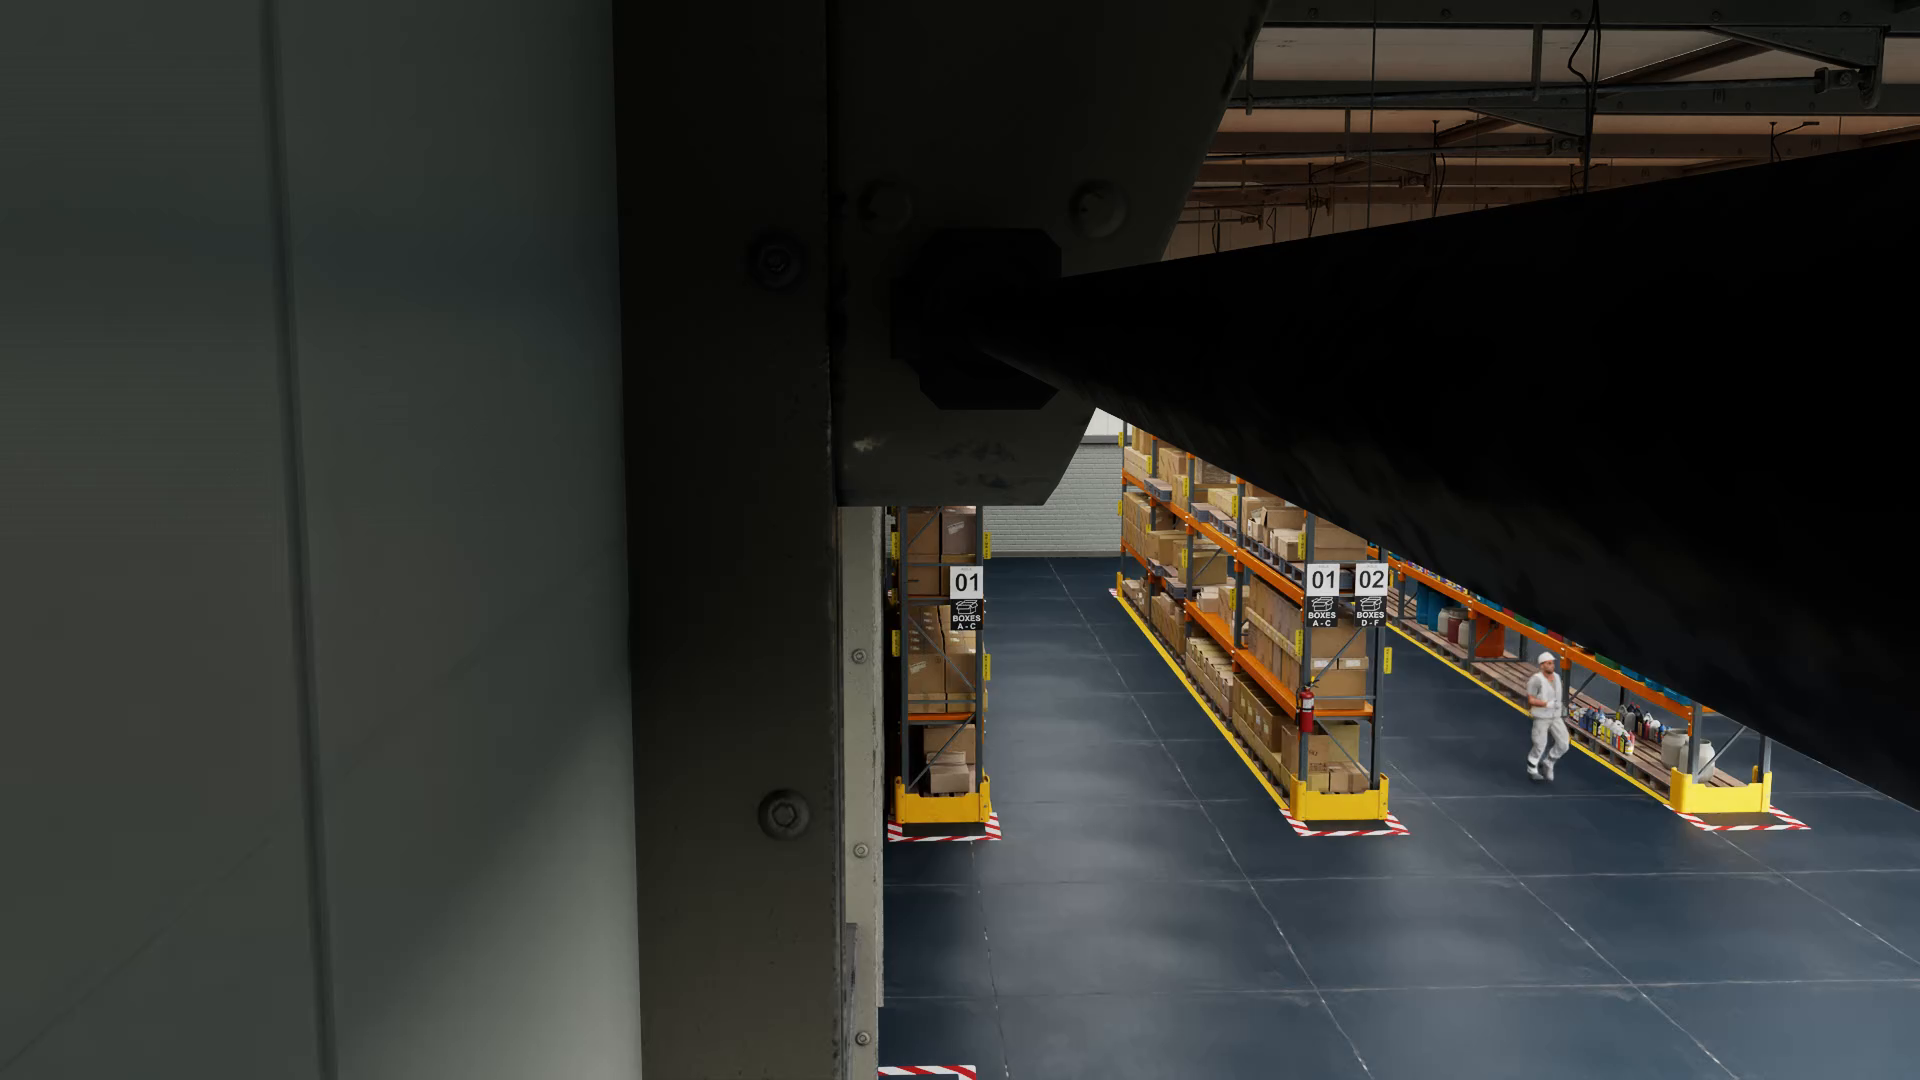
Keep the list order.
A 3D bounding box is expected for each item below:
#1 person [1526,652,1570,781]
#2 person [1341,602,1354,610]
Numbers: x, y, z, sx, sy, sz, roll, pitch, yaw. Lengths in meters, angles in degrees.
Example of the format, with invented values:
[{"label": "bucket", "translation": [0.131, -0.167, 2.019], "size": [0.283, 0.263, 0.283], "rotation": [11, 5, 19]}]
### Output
[{"label": "person", "translation": [7.789, 2.355, 22.046], "size": [0.634, 1.750, 0.607], "rotation": [-2, 8, -17]}, {"label": "person", "translation": [7.524, 0.891, 32.568], "size": [0.715, 1.741, 0.822], "rotation": [-1, 8, -7]}]
